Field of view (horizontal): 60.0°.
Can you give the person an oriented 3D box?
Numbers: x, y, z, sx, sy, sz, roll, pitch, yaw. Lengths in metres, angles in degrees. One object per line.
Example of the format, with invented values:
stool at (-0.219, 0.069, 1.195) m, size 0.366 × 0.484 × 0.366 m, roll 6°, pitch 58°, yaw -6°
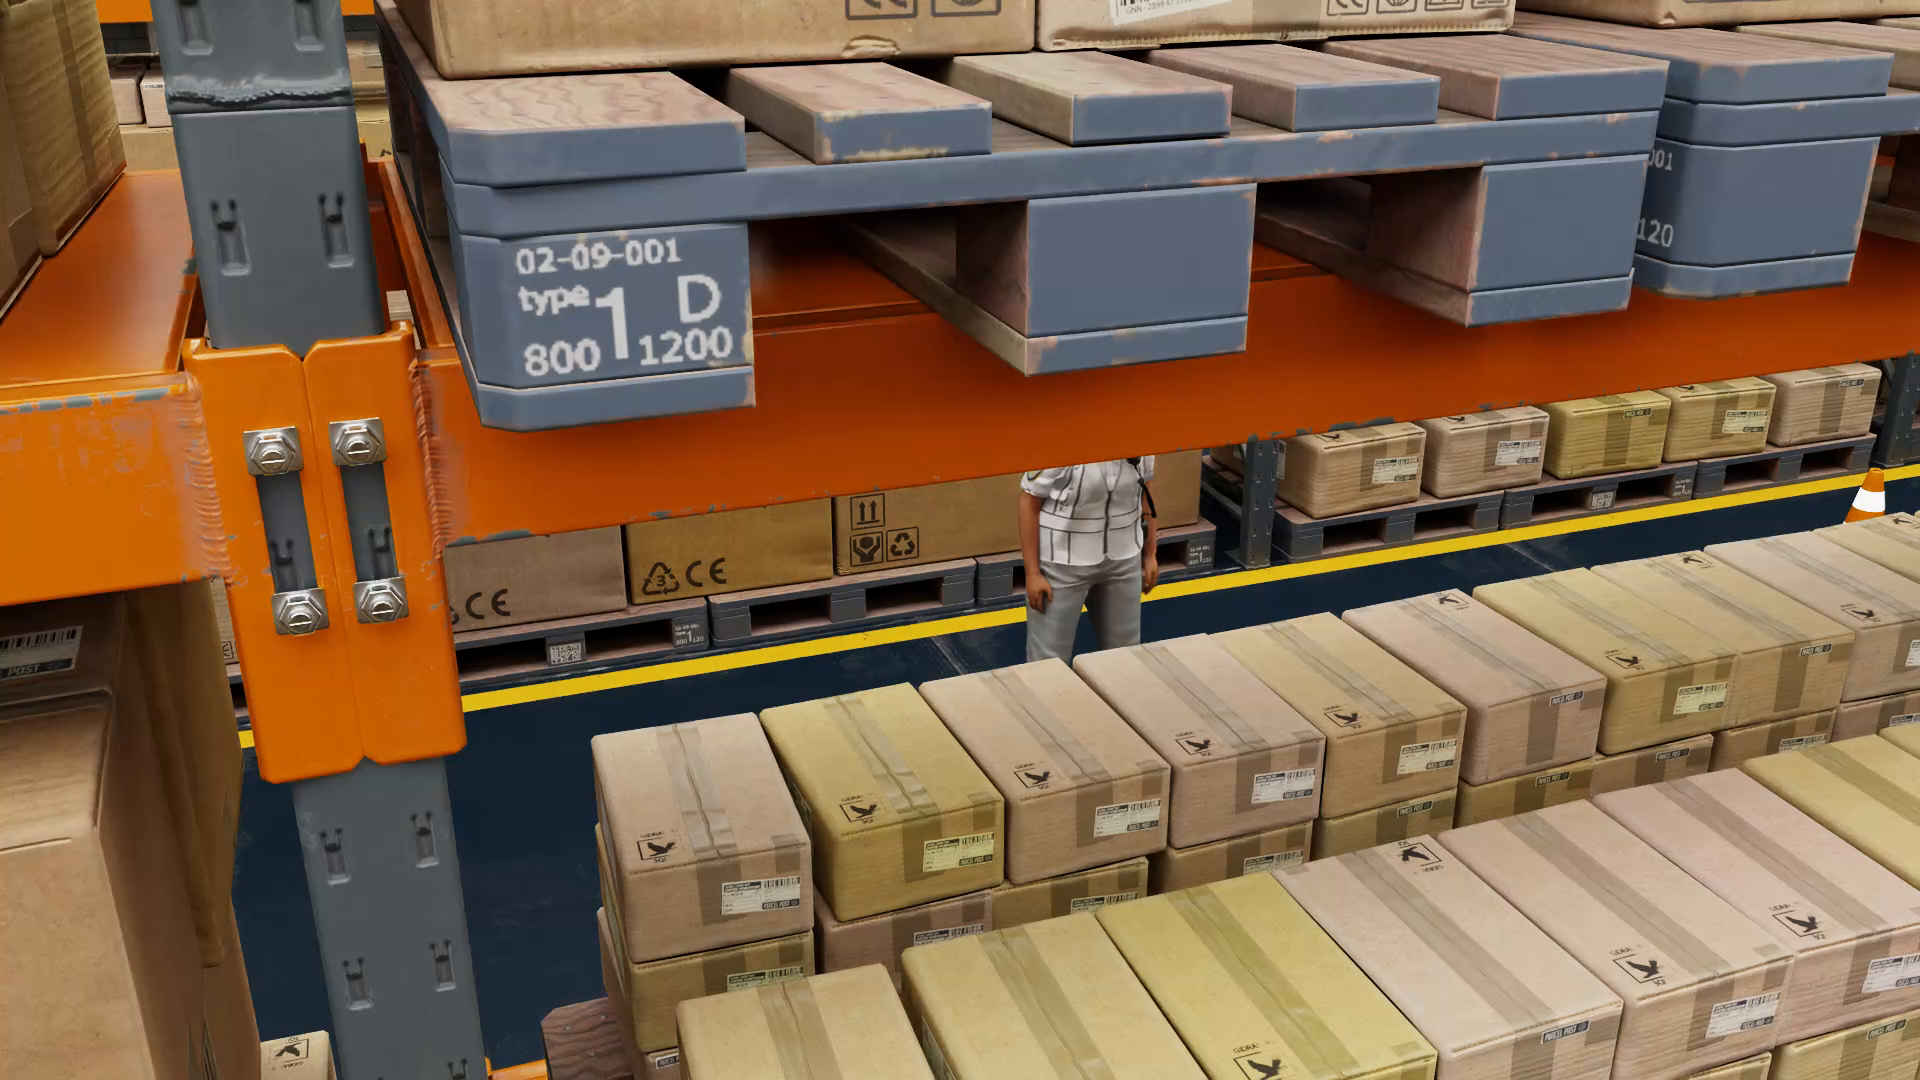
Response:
person at (0.448, 0.094, 5.857) m, size 0.563 × 1.667 × 0.463 m, roll -9°, pitch 24°, yaw -21°
